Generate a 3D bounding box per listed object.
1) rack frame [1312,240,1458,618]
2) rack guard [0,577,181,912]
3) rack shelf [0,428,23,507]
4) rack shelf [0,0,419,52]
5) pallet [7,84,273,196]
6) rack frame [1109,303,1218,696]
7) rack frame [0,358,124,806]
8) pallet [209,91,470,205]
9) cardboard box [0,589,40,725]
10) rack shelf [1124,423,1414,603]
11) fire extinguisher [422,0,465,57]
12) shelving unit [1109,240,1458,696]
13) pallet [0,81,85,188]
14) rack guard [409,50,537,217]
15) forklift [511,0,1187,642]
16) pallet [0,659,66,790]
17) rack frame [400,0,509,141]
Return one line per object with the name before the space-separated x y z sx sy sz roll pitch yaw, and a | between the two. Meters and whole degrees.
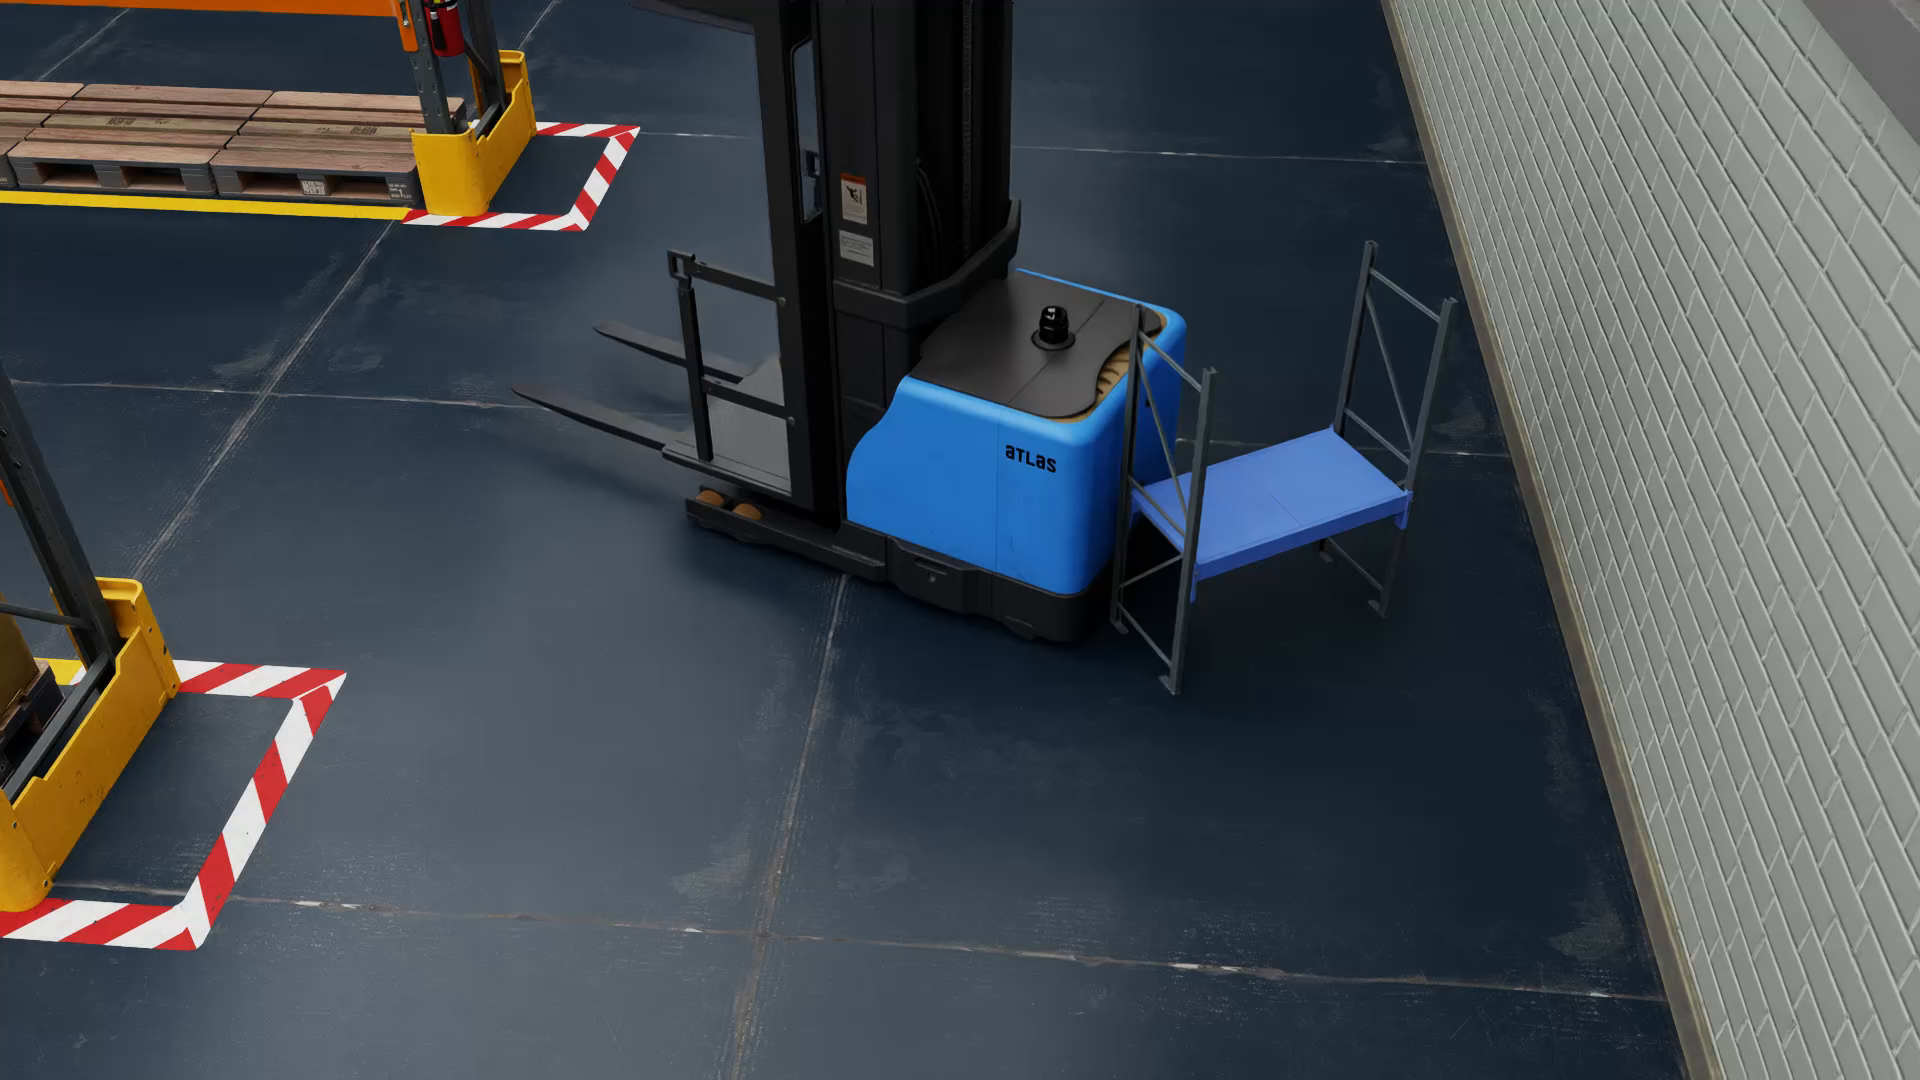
rack frame | 1.649 -0.403 6.557 0.032 1.500 0.500 -17 42 -20
rack guard | -3.282 0.705 5.987 0.348 0.500 1.175 3 39 4
rack shelf | -5.299 -0.095 5.561 4.000 0.370 1.077 3 39 4
rack shelf | -4.871 -3.210 9.388 4.000 0.370 1.077 3 39 4
pallet | -4.909 -2.436 10.076 1.213 0.211 1.003 3 39 4
rack frame | 0.739 -0.117 6.206 0.032 1.500 0.500 -17 42 -20
rack frame | -3.306 -0.265 5.200 0.127 3.000 1.000 3 39 4
pallet | -3.697 -2.368 9.992 1.213 0.211 1.003 3 39 4
cardboard box | -3.951 0.411 5.719 0.875 0.875 0.875 3 39 4
rack shelf | 1.194 -0.121 6.495 1.000 0.185 0.538 -17 42 -20
fire extinguisher | -2.768 -2.912 8.808 0.183 0.674 0.296 3 39 4
shelving unit | 1.194 -0.260 6.382 1.048 1.500 0.538 -17 42 -20
pallet | -6.128 -2.501 10.155 1.213 0.211 1.003 3 39 4
rack guard | -2.854 -2.418 9.824 0.348 0.500 1.175 3 39 4
forklift | -0.615 -1.399 6.646 3.031 2.935 1.130 19 43 22
pallet | -4.110 0.822 6.073 1.213 0.211 1.003 3 39 4
rack frame | -2.879 -3.380 9.027 0.127 3.000 1.000 3 39 4
